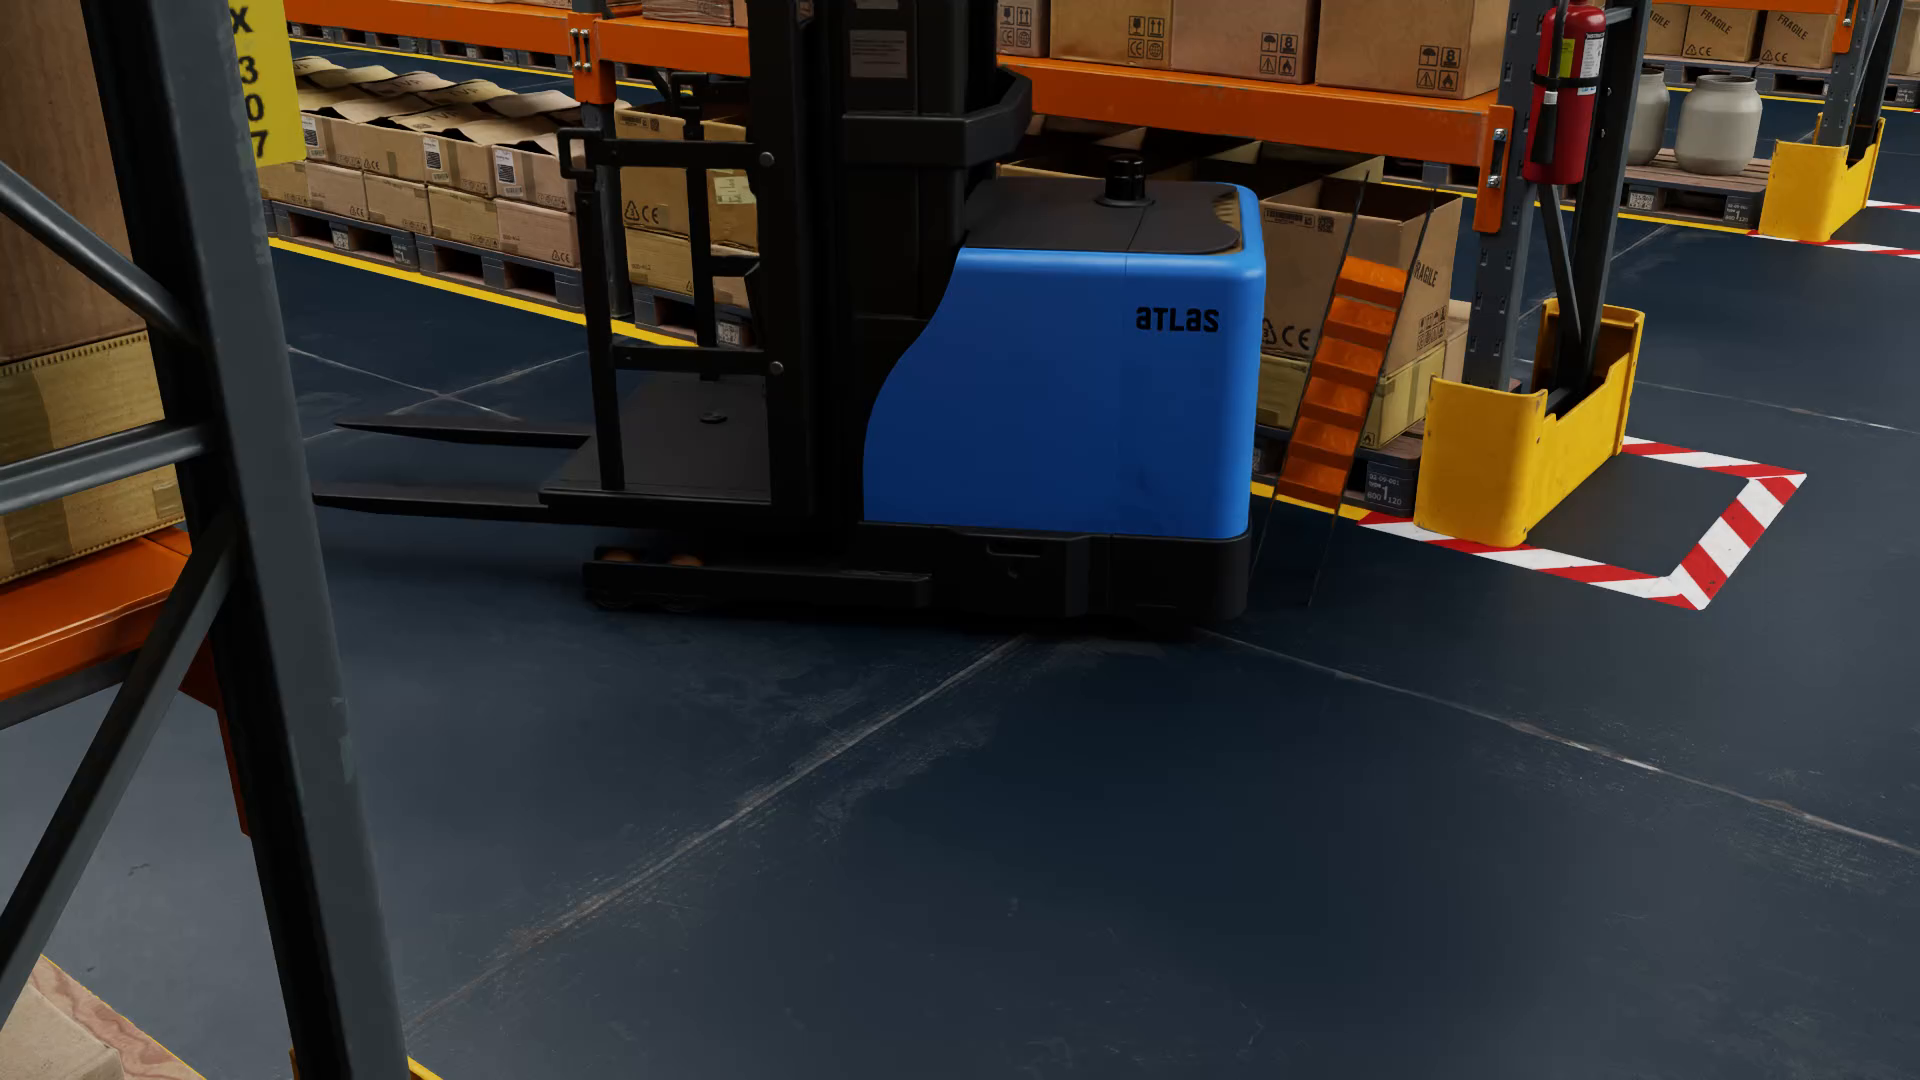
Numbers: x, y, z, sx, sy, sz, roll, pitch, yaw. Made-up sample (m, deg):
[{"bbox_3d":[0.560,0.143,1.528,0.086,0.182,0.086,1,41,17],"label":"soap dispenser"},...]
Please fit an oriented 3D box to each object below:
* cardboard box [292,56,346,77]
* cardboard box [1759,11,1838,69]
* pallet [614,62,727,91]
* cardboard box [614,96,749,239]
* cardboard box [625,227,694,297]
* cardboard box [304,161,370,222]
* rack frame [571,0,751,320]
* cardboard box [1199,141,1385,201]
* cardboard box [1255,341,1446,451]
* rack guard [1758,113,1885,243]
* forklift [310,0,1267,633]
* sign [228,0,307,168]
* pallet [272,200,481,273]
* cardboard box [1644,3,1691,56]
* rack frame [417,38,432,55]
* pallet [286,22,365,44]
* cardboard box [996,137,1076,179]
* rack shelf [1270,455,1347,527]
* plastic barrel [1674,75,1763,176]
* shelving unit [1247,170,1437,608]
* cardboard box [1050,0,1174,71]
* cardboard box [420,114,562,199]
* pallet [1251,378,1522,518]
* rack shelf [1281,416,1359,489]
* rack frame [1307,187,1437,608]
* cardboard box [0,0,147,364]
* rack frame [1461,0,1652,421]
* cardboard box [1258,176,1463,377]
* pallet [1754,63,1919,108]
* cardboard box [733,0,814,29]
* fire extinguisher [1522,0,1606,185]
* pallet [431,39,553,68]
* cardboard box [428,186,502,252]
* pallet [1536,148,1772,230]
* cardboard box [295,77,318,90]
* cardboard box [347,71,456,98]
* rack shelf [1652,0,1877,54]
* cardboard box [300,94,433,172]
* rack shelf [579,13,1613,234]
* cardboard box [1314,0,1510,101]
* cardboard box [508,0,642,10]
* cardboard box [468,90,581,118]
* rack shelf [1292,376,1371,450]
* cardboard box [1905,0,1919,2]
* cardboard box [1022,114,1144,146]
[{"bbox_3d":[-3.927,-2.650,9.739,0.500,0.311,0.500,18,29,35],"label":"cardboard box"},{"bbox_3d":[6.863,-4.106,13.428,0.500,0.500,0.500,-17,29,-34],"label":"cardboard box"},{"bbox_3d":[-2.176,-4.005,14.079,1.213,0.211,1.003,17,29,33],"label":"pallet"},{"bbox_3d":[-1.110,-1.604,7.129,0.500,0.500,0.500,17,29,33],"label":"cardboard box"},{"bbox_3d":[-1.104,-1.264,7.287,0.500,0.250,0.500,17,29,33],"label":"cardboard box"},{"bbox_3d":[-3.019,-1.850,8.619,0.500,0.250,0.500,18,29,34],"label":"cardboard box"},{"bbox_3d":[-1.293,-2.540,7.294,0.127,3.000,1.000,17,29,33],"label":"rack frame"},{"bbox_3d":[1.210,-1.171,6.147,0.500,0.500,0.500,17,29,33],"label":"cardboard box"},{"bbox_3d":[1.301,-0.541,5.646,0.500,0.250,0.500,17,29,33],"label":"cardboard box"},{"bbox_3d":[4.792,-2.029,9.235,0.348,0.500,1.175,17,29,33],"label":"rack guard"},{"bbox_3d":[-0.646,-1.338,4.652,3.031,2.935,1.130,3,24,7],"label":"forklift"},{"bbox_3d":[-0.735,-0.545,1.692,0.005,0.325,0.100,17,29,33],"label":"sign"},{"bbox_3d":[-2.887,-1.724,8.901,1.213,0.211,1.003,17,29,33],"label":"pallet"},{"bbox_3d":[5.954,-4.413,14.125,0.500,0.500,0.500,14,27,29],"label":"cardboard box"},{"bbox_3d":[-4.721,-6.072,15.310,0.127,3.000,1.000,17,29,33],"label":"rack frame"},{"bbox_3d":[-6.313,-5.256,16.916,1.213,0.211,1.003,17,29,33],"label":"pallet"},{"bbox_3d":[0.091,-1.242,6.307,0.500,0.500,0.500,17,29,33],"label":"cardboard box"},{"bbox_3d":[1.009,-0.155,4.788,0.180,0.103,0.258,17,27,11],"label":"rack shelf"},{"bbox_3d":[4.309,-2.358,9.446,0.421,0.512,0.421,0,24,0],"label":"plastic barrel"},{"bbox_3d":[1.058,-0.405,4.661,0.189,1.200,0.258,17,27,11],"label":"shelving unit"},{"bbox_3d":[0.724,-1.983,5.906,0.500,0.500,0.700,17,29,34],"label":"cardboard box"},{"bbox_3d":[-2.210,-1.860,7.944,0.500,0.311,0.500,18,29,35],"label":"cardboard box"},{"bbox_3d":[1.270,-0.468,6.050,1.213,0.211,1.003,17,29,33],"label":"pallet"},{"bbox_3d":[1.029,-0.260,4.734,0.180,0.103,0.258,17,27,11],"label":"rack shelf"},{"bbox_3d":[1.144,-0.379,4.644,0.006,1.200,0.240,17,27,11],"label":"rack frame"},{"bbox_3d":[-1.262,-0.469,1.826,0.500,0.500,0.500,17,29,33],"label":"cardboard box"},{"bbox_3d":[1.907,-1.572,5.099,0.127,3.000,1.000,17,29,33],"label":"rack frame"},{"bbox_3d":[1.300,-0.883,5.494,0.500,0.500,0.500,17,29,33],"label":"cardboard box"},{"bbox_3d":[7.162,-3.718,13.426,1.213,0.211,1.003,17,29,33],"label":"pallet"},{"bbox_3d":[-0.509,-2.355,6.750,0.500,0.500,0.700,16,29,33],"label":"cardboard box"},{"bbox_3d":[1.723,-1.359,4.709,0.183,0.674,0.296,17,29,33],"label":"fire extinguisher"},{"bbox_3d":[-4.129,-4.595,15.418,1.213,0.211,1.003,17,29,33],"label":"pallet"},{"bbox_3d":[-2.203,-1.603,8.058,0.500,0.250,0.500,16,29,33],"label":"cardboard box"},{"bbox_3d":[4.145,-2.095,9.743,1.213,0.211,1.003,17,29,33],"label":"pallet"},{"bbox_3d":[-3.826,-2.352,9.061,0.500,0.311,0.500,16,28,32],"label":"cardboard box"},{"bbox_3d":[-3.105,-2.404,9.179,0.500,0.311,0.500,17,29,33],"label":"cardboard box"},{"bbox_3d":[3.281,-3.324,9.967,4.000,0.370,1.077,17,29,33],"label":"rack shelf"},{"bbox_3d":[-3.007,-2.104,8.498,0.500,0.311,0.500,16,29,33],"label":"cardboard box"},{"bbox_3d":[0.307,-1.727,6.341,4.000,0.370,1.077,17,29,33],"label":"rack shelf"},{"bbox_3d":[1.541,-1.735,5.344,0.500,0.500,0.700,17,29,33],"label":"cardboard box"},{"bbox_3d":[-1.714,-2.576,7.563,0.500,0.250,0.500,19,30,36],"label":"cardboard box"},{"bbox_3d":[-2.287,-2.158,8.622,0.500,0.311,0.500,16,28,32],"label":"cardboard box"},{"bbox_3d":[1.050,-0.366,4.681,0.180,0.103,0.258,17,27,11],"label":"rack shelf"},{"bbox_3d":[9.620,-5.918,17.076,0.875,0.875,0.875,16,29,32],"label":"cardboard box"},{"bbox_3d":[0.413,-1.415,6.700,0.500,0.500,0.500,17,29,33],"label":"cardboard box"}]
